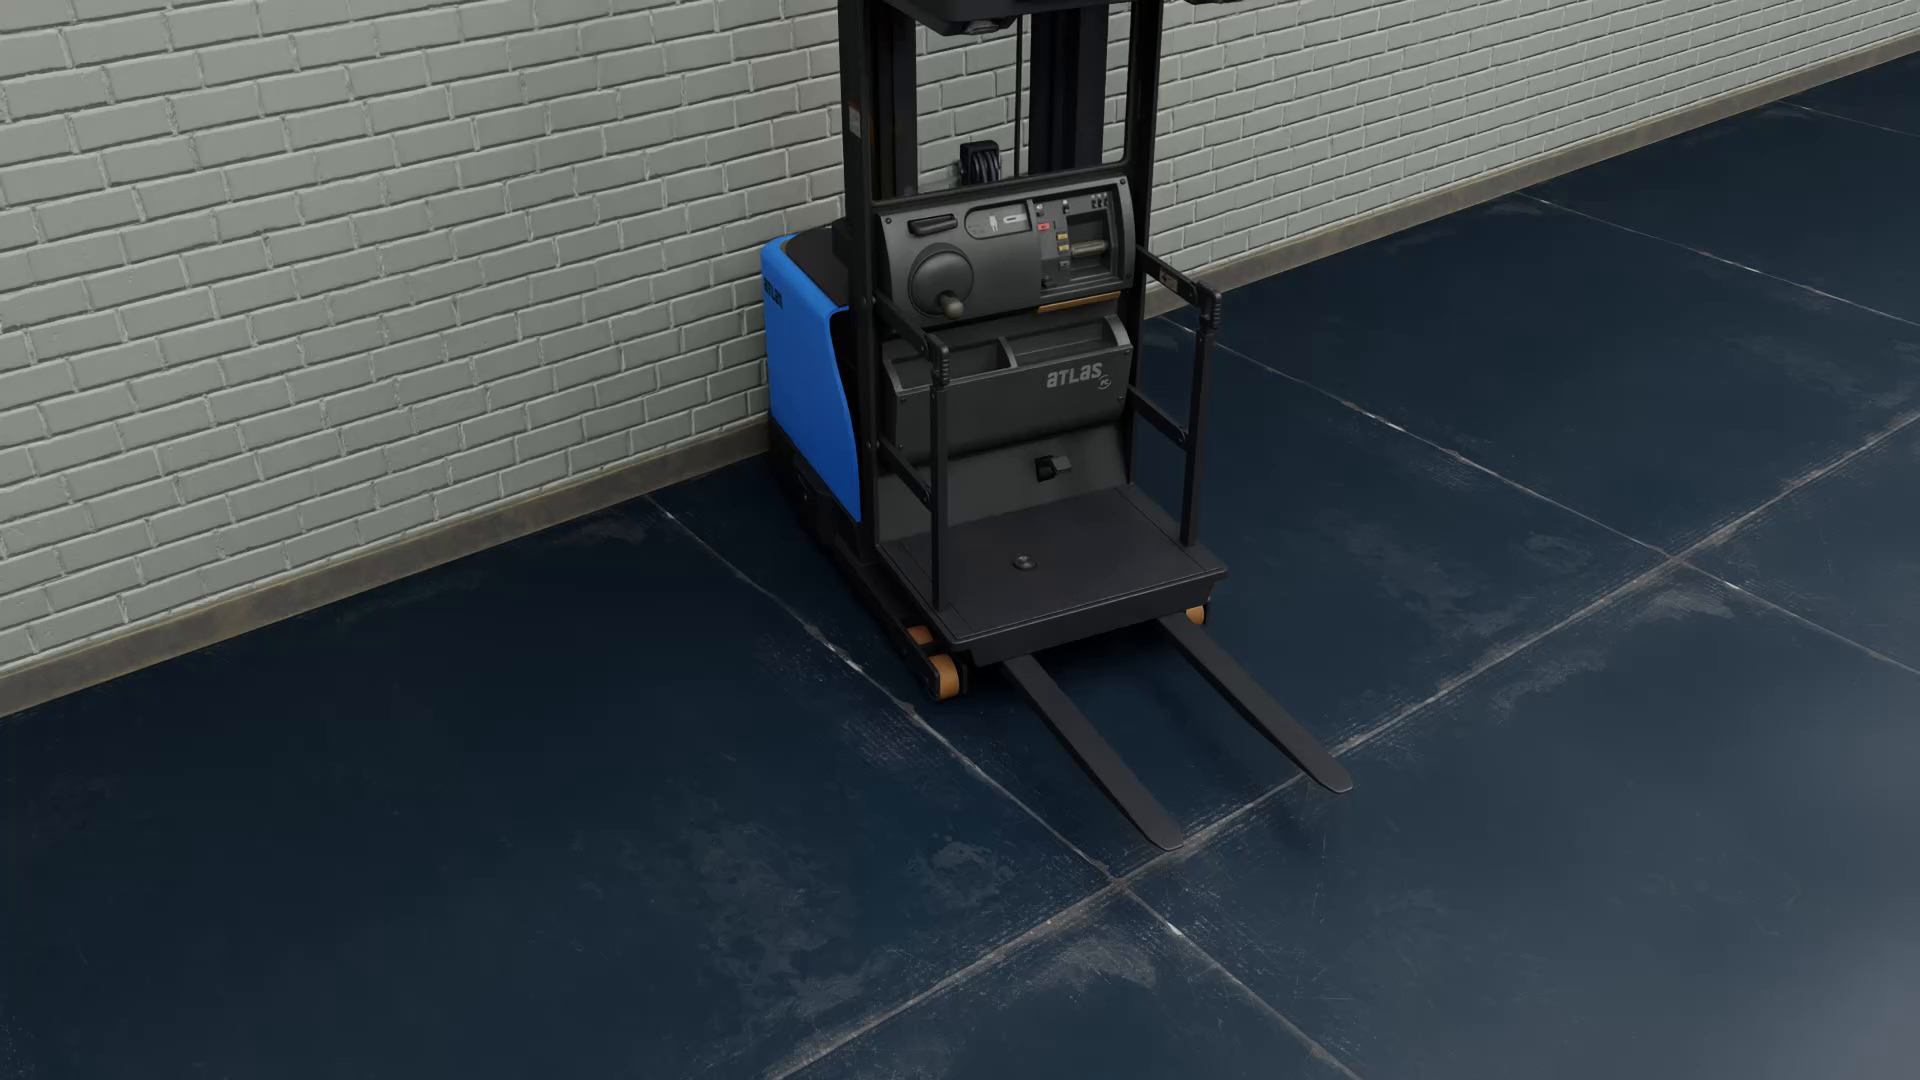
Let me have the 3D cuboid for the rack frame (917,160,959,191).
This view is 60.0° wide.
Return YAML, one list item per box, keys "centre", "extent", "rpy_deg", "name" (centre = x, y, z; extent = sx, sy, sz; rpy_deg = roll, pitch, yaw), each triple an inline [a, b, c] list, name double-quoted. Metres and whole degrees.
- centre: [-0.147, -1.129, 7.553]
  extent: [0.500, 1.125, 0.032]
  rpy_deg: [-24, 36, -31]
  name: "rack frame"

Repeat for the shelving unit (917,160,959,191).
- centre: [0.171, -0.946, 7.201]
  extent: [0.538, 1.125, 1.048]
  rpy_deg: [-24, 36, -31]
  name: "shelving unit"

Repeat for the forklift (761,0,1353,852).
- centre: [0.267, -0.944, 5.491]
  extent: [1.130, 2.935, 3.031]
  rpy_deg: [-14, 34, -21]
  name: "forklift"
